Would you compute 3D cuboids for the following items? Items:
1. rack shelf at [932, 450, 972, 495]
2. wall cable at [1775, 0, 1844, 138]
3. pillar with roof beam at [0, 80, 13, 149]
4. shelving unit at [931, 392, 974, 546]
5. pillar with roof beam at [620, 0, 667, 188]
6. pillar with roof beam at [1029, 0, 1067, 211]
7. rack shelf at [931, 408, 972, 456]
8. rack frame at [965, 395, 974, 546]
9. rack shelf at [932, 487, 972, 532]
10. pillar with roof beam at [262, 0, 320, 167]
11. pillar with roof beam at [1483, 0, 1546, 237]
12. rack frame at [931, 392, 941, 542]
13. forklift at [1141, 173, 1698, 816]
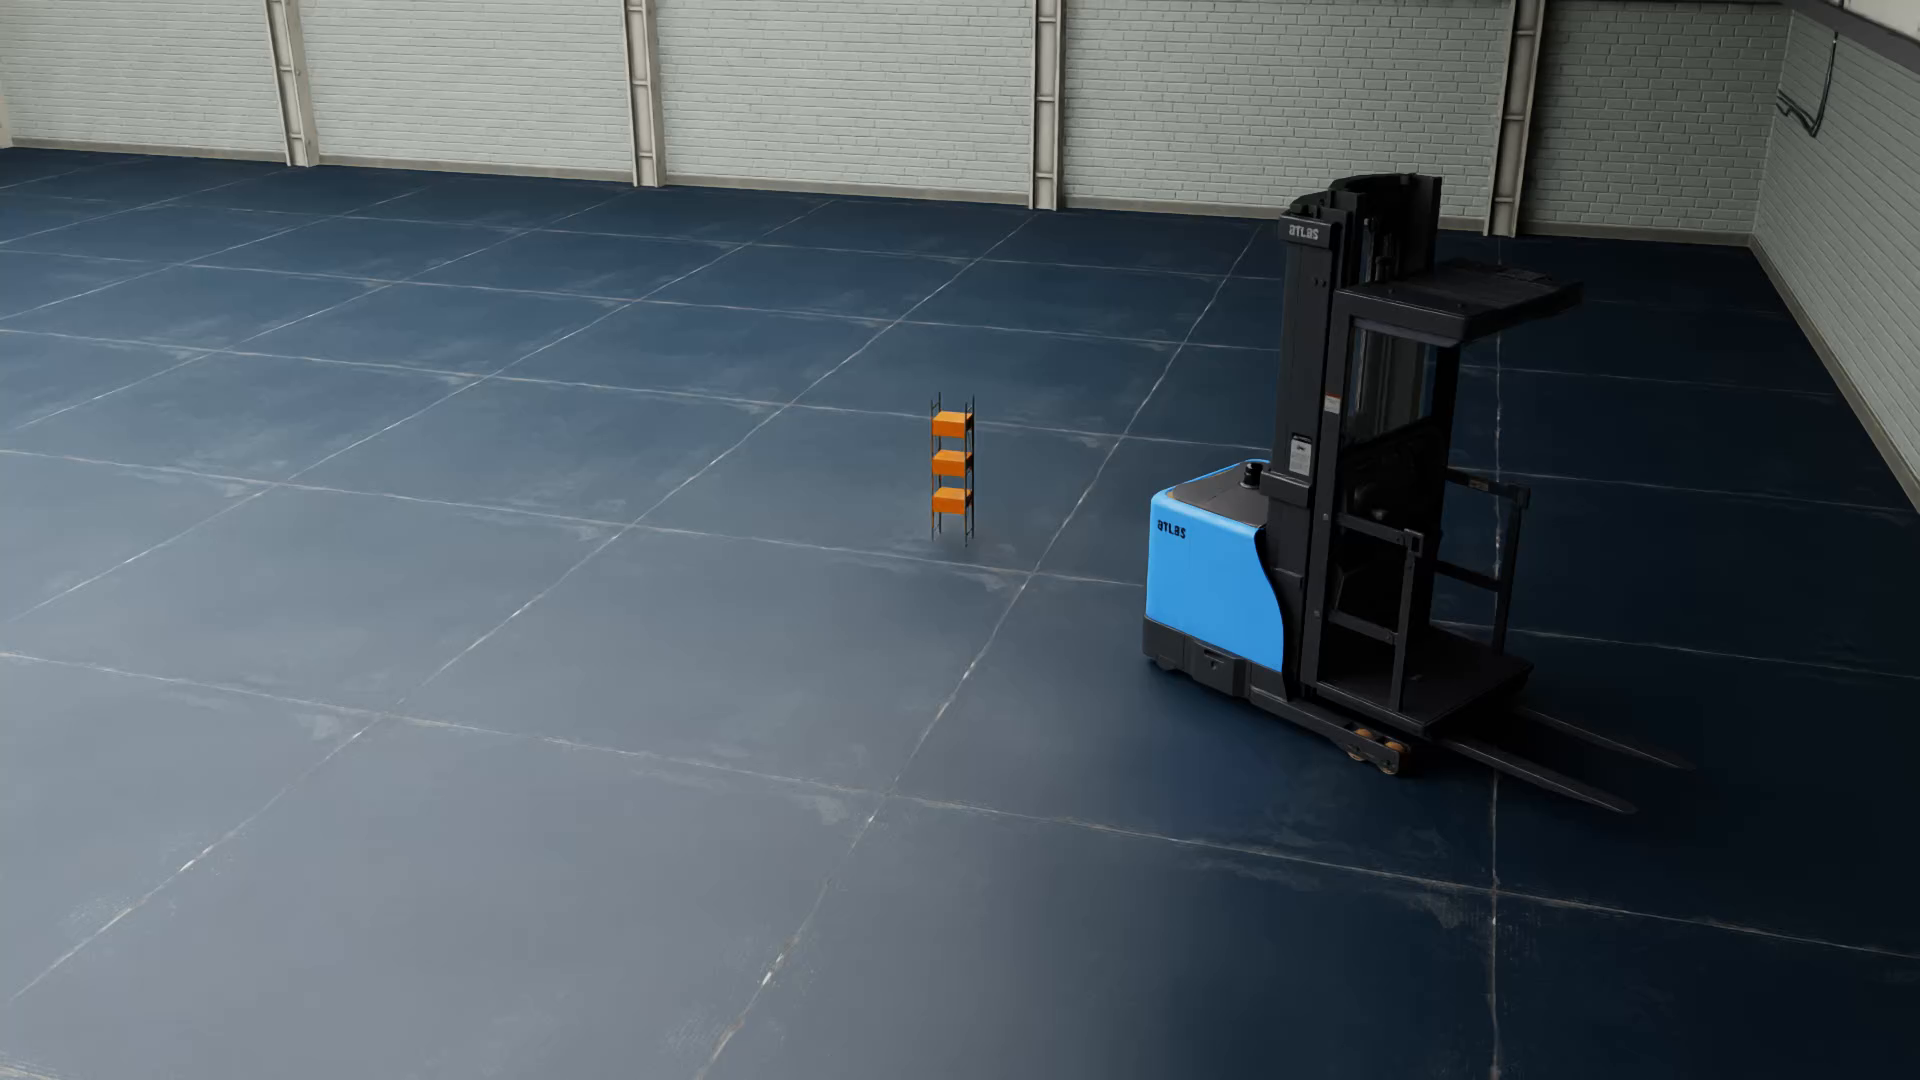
[{"bbox_3d":[-0.051,-0.482,11.589,0.240,0.259,0.215,7,23,16],"label":"rack shelf"},{"bbox_3d":[9.359,-5.848,18.261,0.112,2.526,3.097,7,23,16],"label":"wall cable"},{"bbox_3d":[-17.299,-9.155,22.232,0.400,9.000,9.100,7,23,16],"label":"pillar with roof beam"},{"bbox_3d":[-0.051,-0.492,11.585,0.252,1.050,0.215,7,23,16],"label":"shelving unit"},{"bbox_3d":[-5.811,-7.840,19.025,0.400,9.000,9.100,7,23,16],"label":"pillar with roof beam"},{"bbox_3d":[-0.067,-7.182,17.421,0.400,9.000,9.100,7,23,16],"label":"pillar with roof beam"},{"bbox_3d":[-0.051,-0.744,11.481,0.240,0.259,0.215,7,23,16],"label":"rack shelf"},{"bbox_3d":[0.066,-0.478,11.552,0.008,1.050,0.200,7,23,16],"label":"rack frame"},{"bbox_3d":[-0.051,-0.225,11.695,0.240,0.259,0.215,7,23,16],"label":"rack shelf"},{"bbox_3d":[-11.555,-8.497,20.628,0.400,9.000,9.100,7,23,16],"label":"pillar with roof beam"},{"bbox_3d":[5.677,-6.524,15.818,0.400,9.000,9.100,7,23,16],"label":"pillar with roof beam"},{"bbox_3d":[-0.168,-0.505,11.618,0.008,1.050,0.200,7,23,16],"label":"rack frame"},{"bbox_3d":[2.454,-0.341,8.739,1.130,2.935,3.031,-19,29,-39],"label":"forklift"}]
